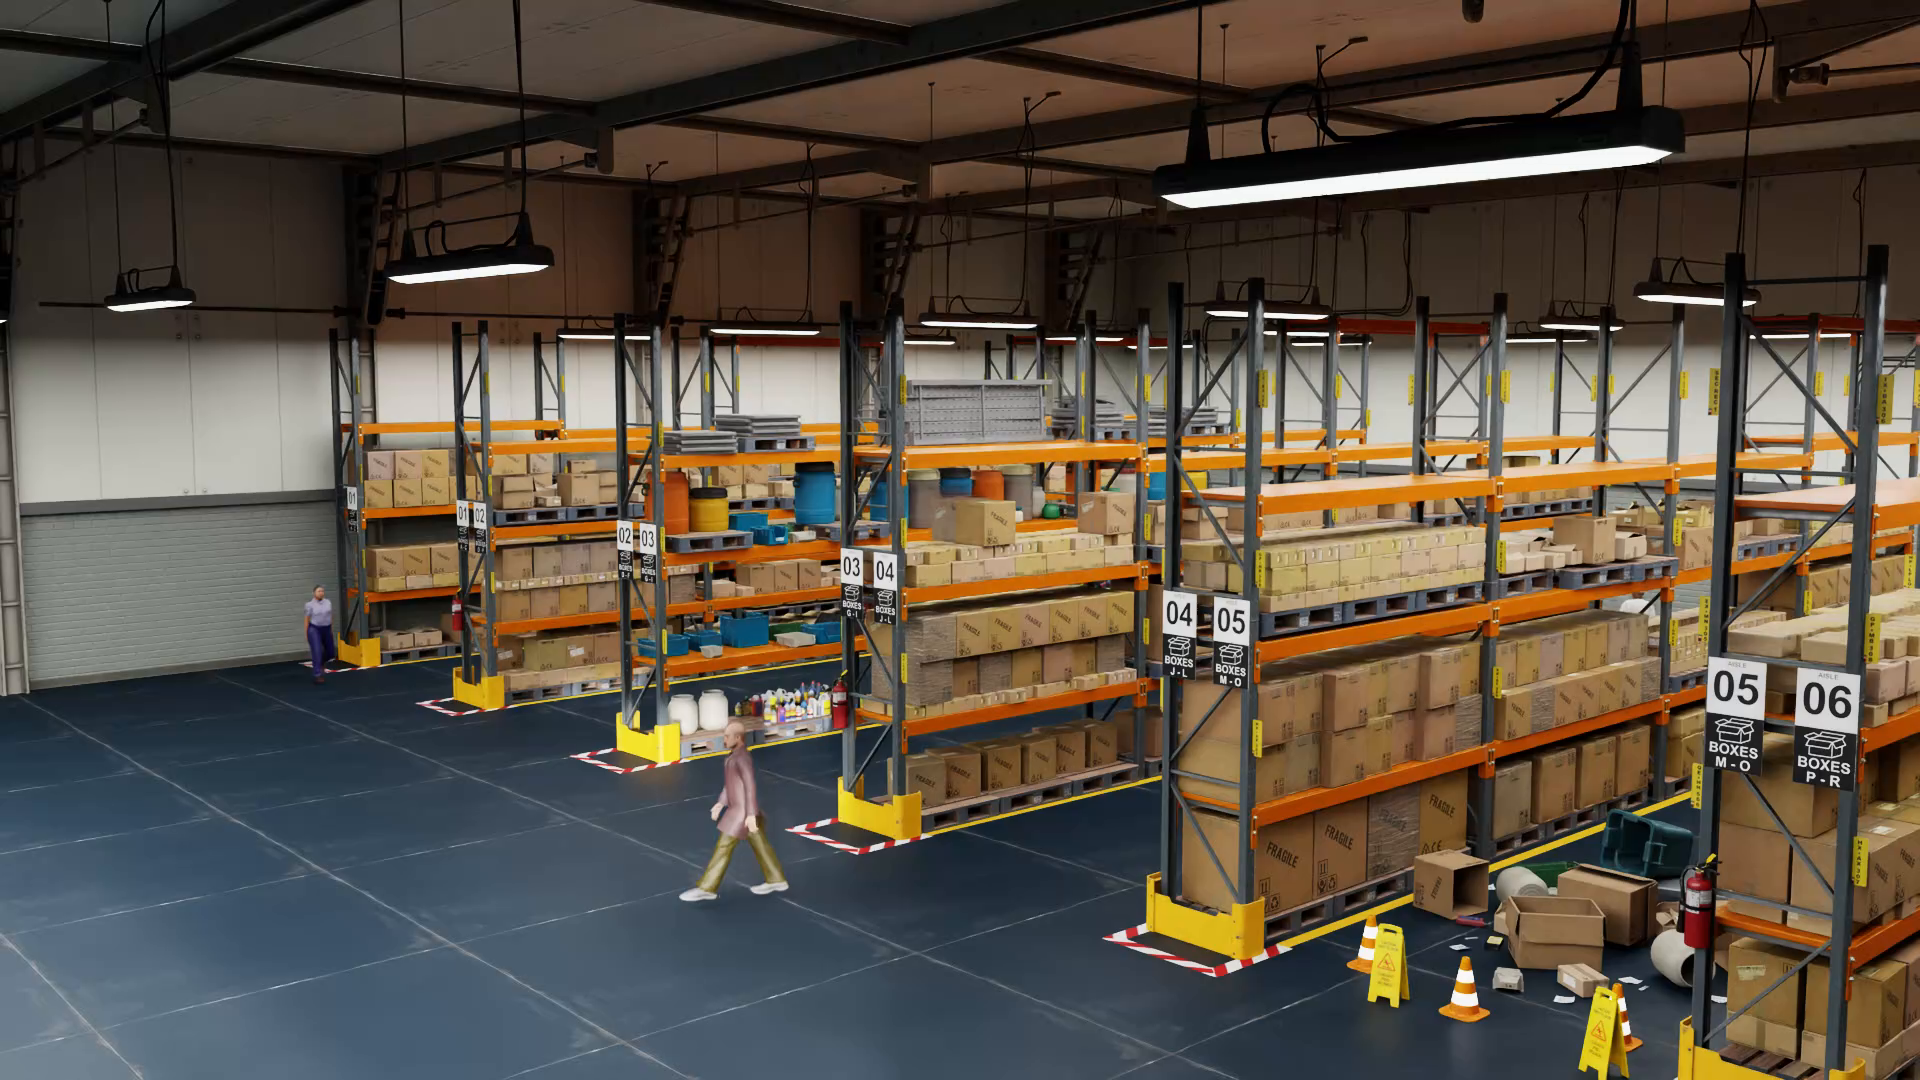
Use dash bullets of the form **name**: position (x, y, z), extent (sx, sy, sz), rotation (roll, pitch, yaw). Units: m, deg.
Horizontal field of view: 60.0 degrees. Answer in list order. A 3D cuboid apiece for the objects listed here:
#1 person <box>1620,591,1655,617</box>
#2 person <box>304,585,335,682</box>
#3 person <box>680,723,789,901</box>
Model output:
- **person**: position (11.092, 1.590, 27.300), extent (0.616, 1.767, 0.460), rotation (2, 6, 15)
- **person**: position (-10.870, 1.567, 28.138), extent (0.661, 1.617, 0.473), rotation (5, 8, 44)
- **person**: position (-2.227, 2.659, 16.380), extent (1.067, 1.734, 0.607), rotation (-1, 6, -7)
